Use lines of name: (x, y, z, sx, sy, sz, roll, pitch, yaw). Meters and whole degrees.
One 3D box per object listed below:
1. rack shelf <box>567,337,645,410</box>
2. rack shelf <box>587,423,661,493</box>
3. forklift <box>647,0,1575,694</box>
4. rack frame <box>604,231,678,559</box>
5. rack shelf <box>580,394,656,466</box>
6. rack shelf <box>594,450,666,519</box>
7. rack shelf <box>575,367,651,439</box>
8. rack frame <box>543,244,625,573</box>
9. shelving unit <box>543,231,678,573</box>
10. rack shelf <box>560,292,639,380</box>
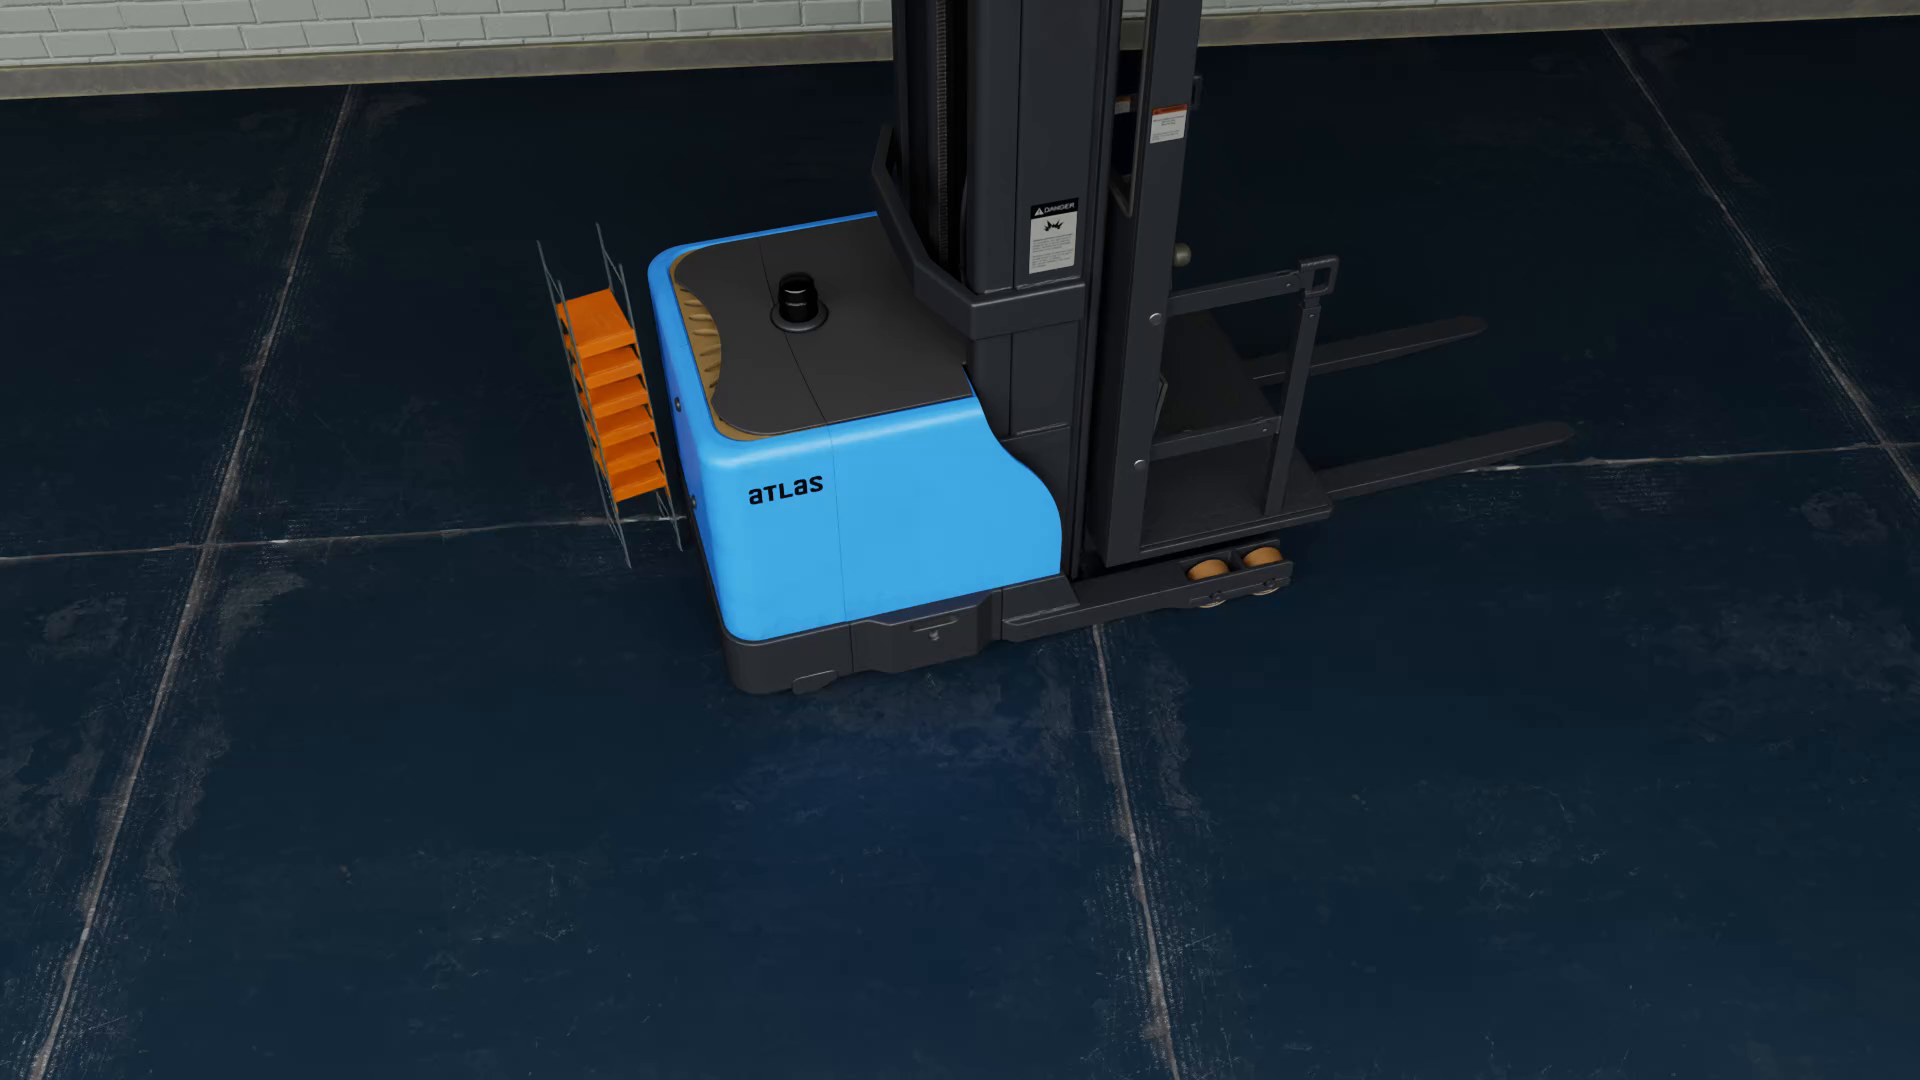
rack shelf: (-1.102, -0.541, 5.165, 0.180, 0.103, 0.258, -15, 48, -14)
rack shelf: (-1.099, -0.293, 5.426, 0.180, 0.103, 0.258, -15, 48, -14)
forklift: (0.600, -1.139, 4.810, 3.031, 2.935, 1.130, -12, 48, -11)
rack frame: (-1.014, -0.430, 5.328, 0.006, 1.200, 0.240, -15, 48, -14)
rack shelf: (-1.100, -0.376, 5.339, 0.180, 0.103, 0.258, -15, 48, -14)
rack shelf: (-1.097, -0.211, 5.513, 0.180, 0.103, 0.258, -15, 48, -14)
rack shelf: (-1.101, -0.459, 5.252, 0.180, 0.103, 0.258, -15, 48, -14)
rack frame: (-1.186, -0.383, 5.285, 0.006, 1.200, 0.240, -15, 48, -14)
shelving unit: (-1.100, -0.407, 5.307, 0.189, 1.200, 0.258, -15, 48, -14)
rack shelf: (-1.103, -0.624, 5.078, 0.180, 0.103, 0.258, -15, 48, -14)
